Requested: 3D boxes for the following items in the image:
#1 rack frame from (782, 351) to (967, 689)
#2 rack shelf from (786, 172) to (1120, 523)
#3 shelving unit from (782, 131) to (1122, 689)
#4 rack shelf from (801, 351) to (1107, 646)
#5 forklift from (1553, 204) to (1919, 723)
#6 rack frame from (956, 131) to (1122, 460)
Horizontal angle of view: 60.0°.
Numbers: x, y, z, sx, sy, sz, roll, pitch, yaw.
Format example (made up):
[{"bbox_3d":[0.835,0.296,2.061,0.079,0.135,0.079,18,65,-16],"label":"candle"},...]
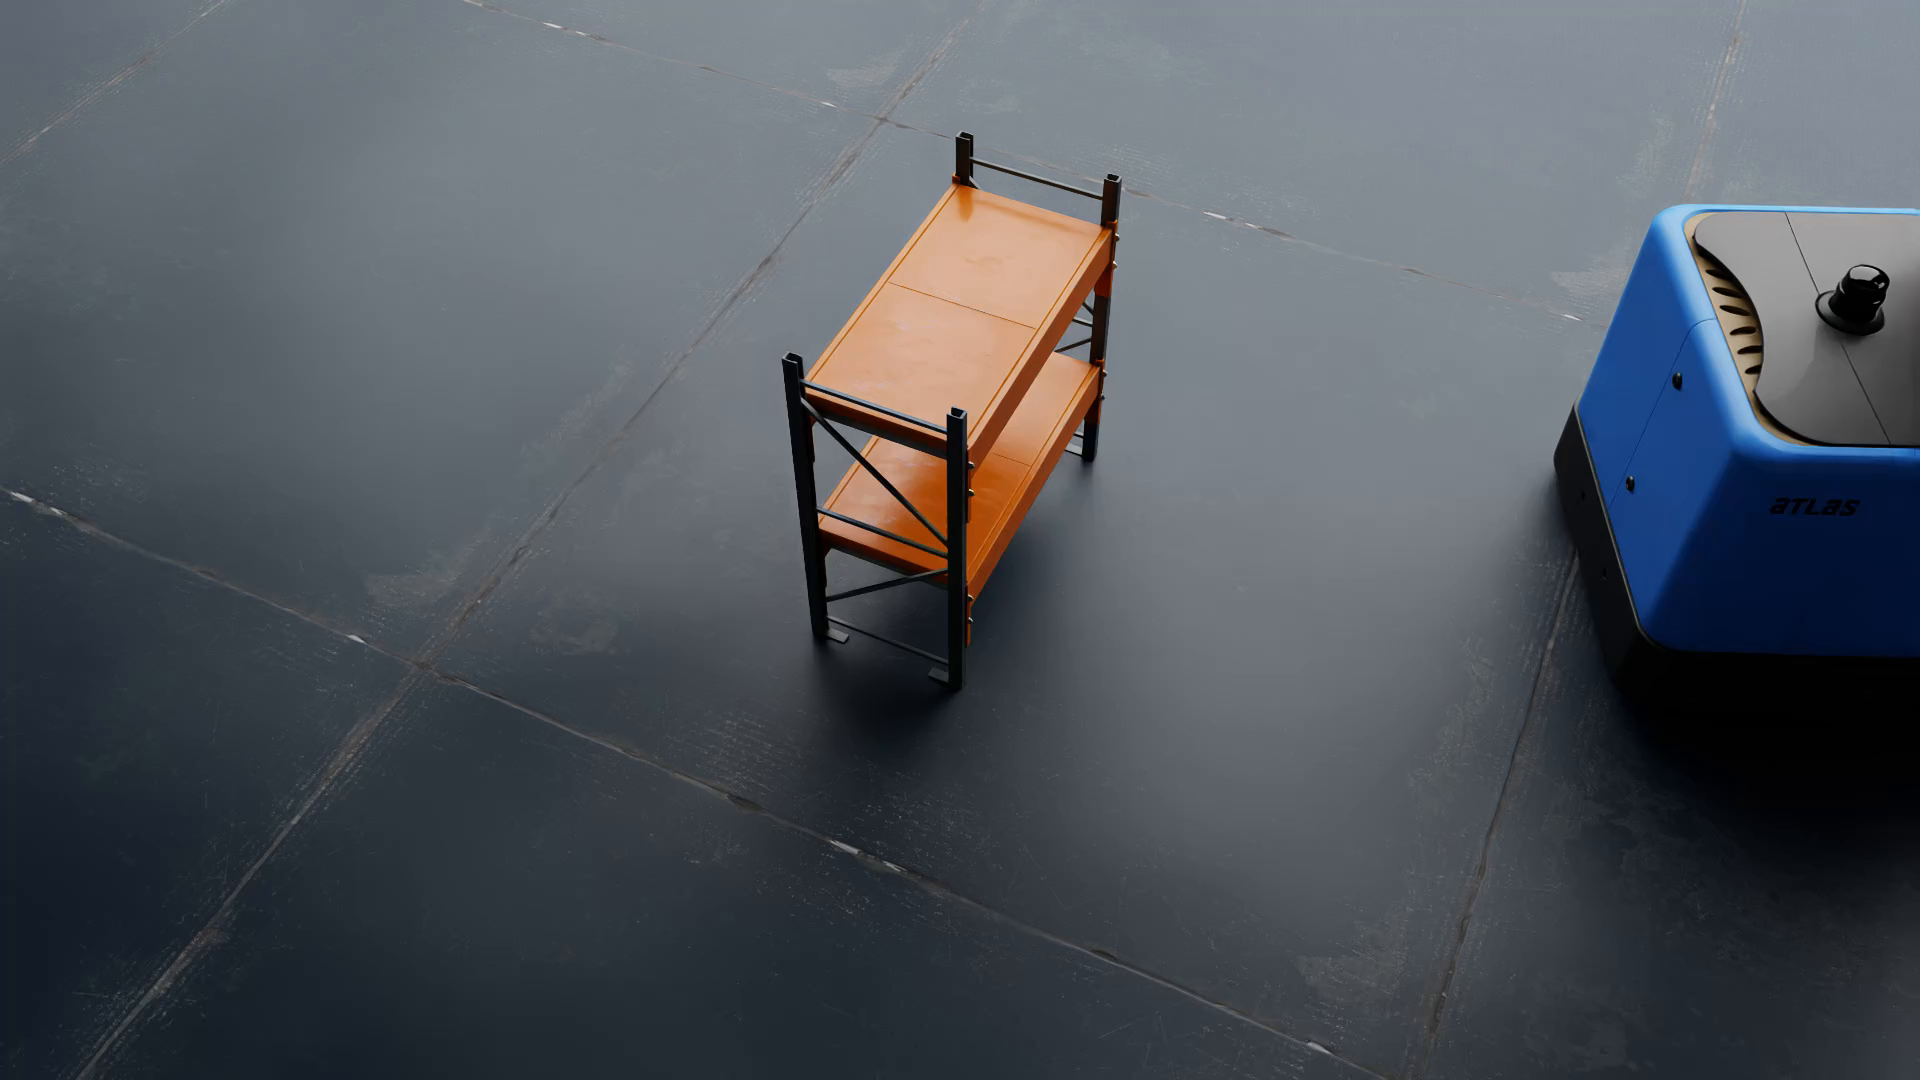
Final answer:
[{"bbox_3d":[-0.214,-0.019,4.528,0.500,1.125,0.032,20,52,16],"label":"rack frame"},{"bbox_3d":[0.003,-0.559,4.603,0.538,0.278,1.000,20,52,16],"label":"rack shelf"},{"bbox_3d":[0.003,-0.369,4.826,0.538,1.125,1.048,20,52,16],"label":"shelving unit"},{"bbox_3d":[0.003,-0.211,5.012,0.538,0.278,1.000,20,52,16],"label":"rack shelf"},{"bbox_3d":[3.416,-0.793,4.000,3.031,2.935,1.130,1,50,1],"label":"forklift"},{"bbox_3d":[0.220,-0.719,5.123,0.500,1.125,0.032,20,52,16],"label":"rack frame"}]
